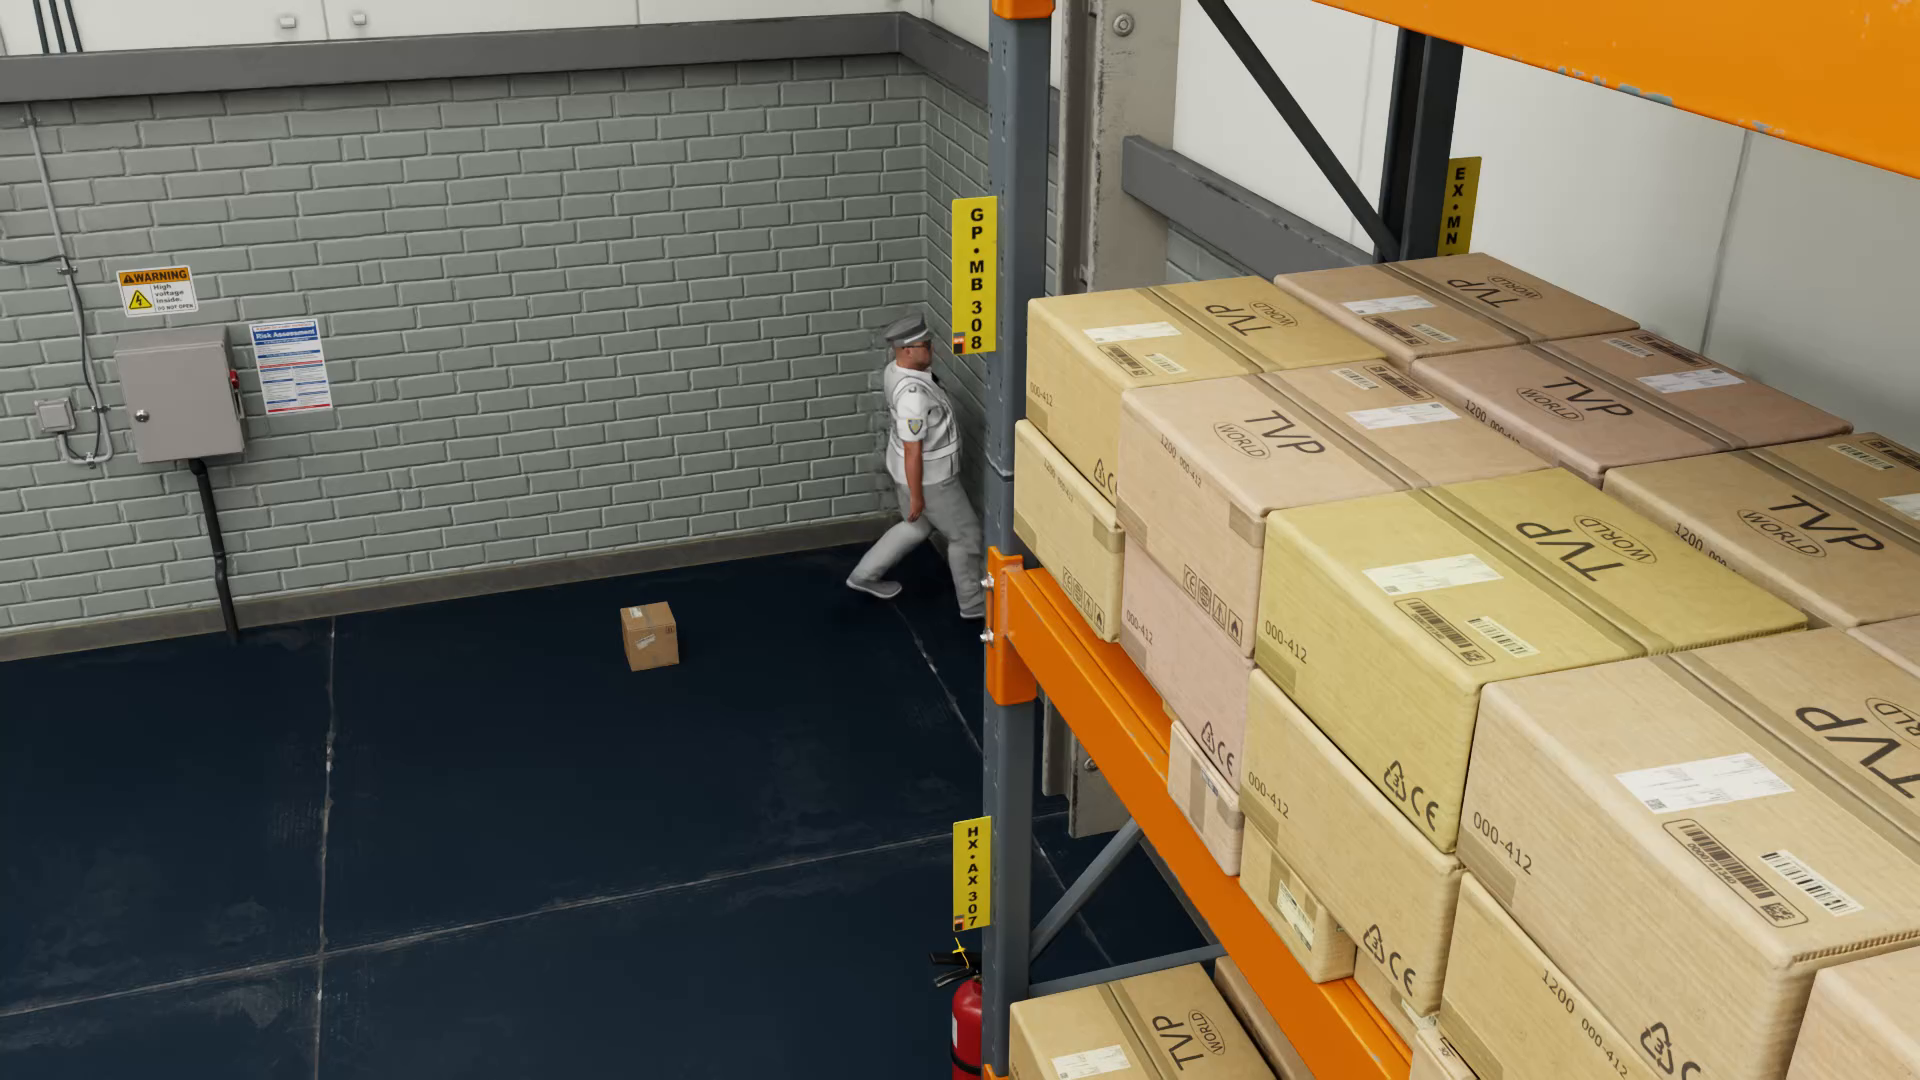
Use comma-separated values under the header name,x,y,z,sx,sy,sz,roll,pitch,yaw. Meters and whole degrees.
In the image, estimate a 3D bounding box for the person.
name,x,y,z,sx,sy,sz,roll,pitch,yaw
person,-0.146,-0.389,8.858,0.890,1.725,0.533,-7,27,-14
